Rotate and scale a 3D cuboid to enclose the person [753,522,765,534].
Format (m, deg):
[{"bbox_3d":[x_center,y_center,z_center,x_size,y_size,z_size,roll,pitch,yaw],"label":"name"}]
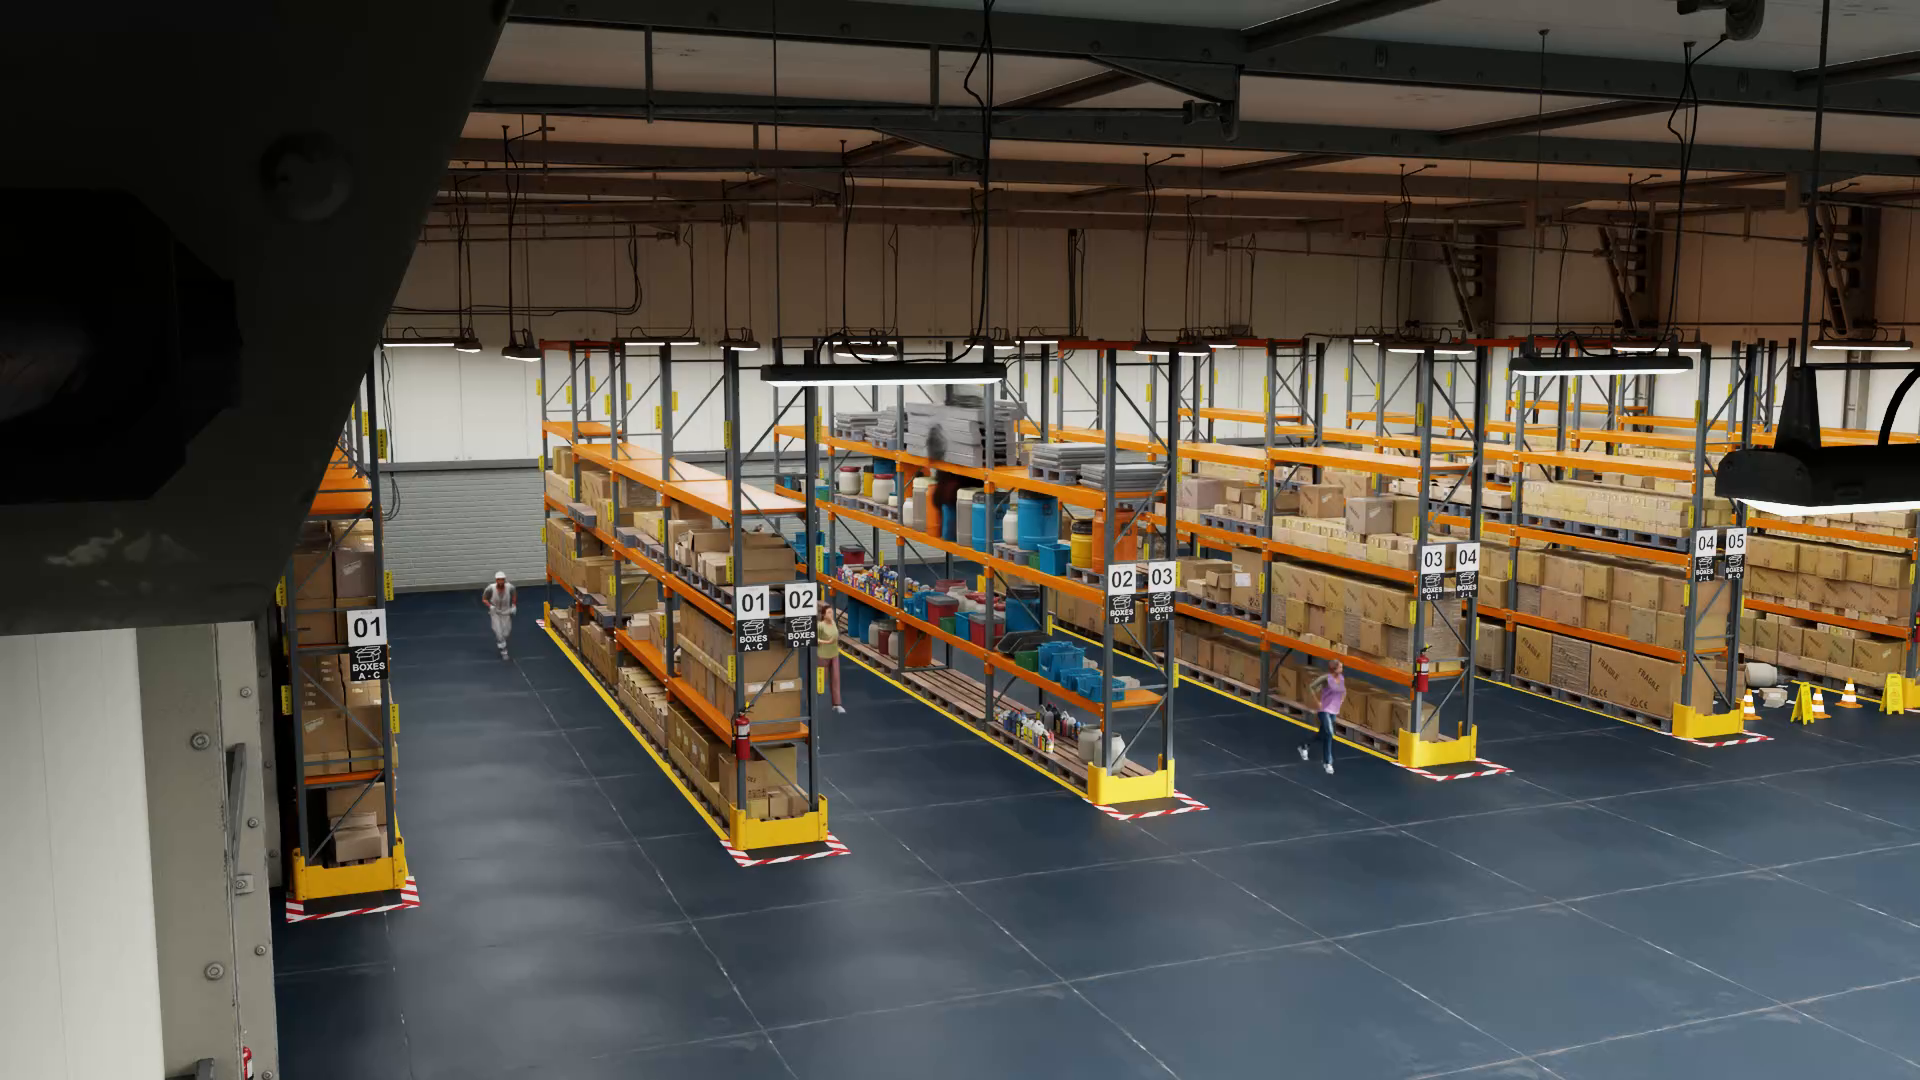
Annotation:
[{"bbox_3d":[-4.660,0.457,38.793,0.747,1.749,0.577,-2,8,-18],"label":"person"}]

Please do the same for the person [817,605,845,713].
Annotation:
[{"bbox_3d":[-2.079,1.848,26.024,0.592,1.688,0.846,-7,10,-42],"label":"person"}]

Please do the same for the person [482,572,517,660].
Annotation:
[{"bbox_3d":[-8.703,1.415,31.481,0.655,1.711,0.801,-3,8,-19],"label":"person"}]

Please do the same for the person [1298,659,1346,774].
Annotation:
[{"bbox_3d":[5.254,2.478,23.849,0.561,1.615,0.784,-5,9,-35],"label":"person"}]
